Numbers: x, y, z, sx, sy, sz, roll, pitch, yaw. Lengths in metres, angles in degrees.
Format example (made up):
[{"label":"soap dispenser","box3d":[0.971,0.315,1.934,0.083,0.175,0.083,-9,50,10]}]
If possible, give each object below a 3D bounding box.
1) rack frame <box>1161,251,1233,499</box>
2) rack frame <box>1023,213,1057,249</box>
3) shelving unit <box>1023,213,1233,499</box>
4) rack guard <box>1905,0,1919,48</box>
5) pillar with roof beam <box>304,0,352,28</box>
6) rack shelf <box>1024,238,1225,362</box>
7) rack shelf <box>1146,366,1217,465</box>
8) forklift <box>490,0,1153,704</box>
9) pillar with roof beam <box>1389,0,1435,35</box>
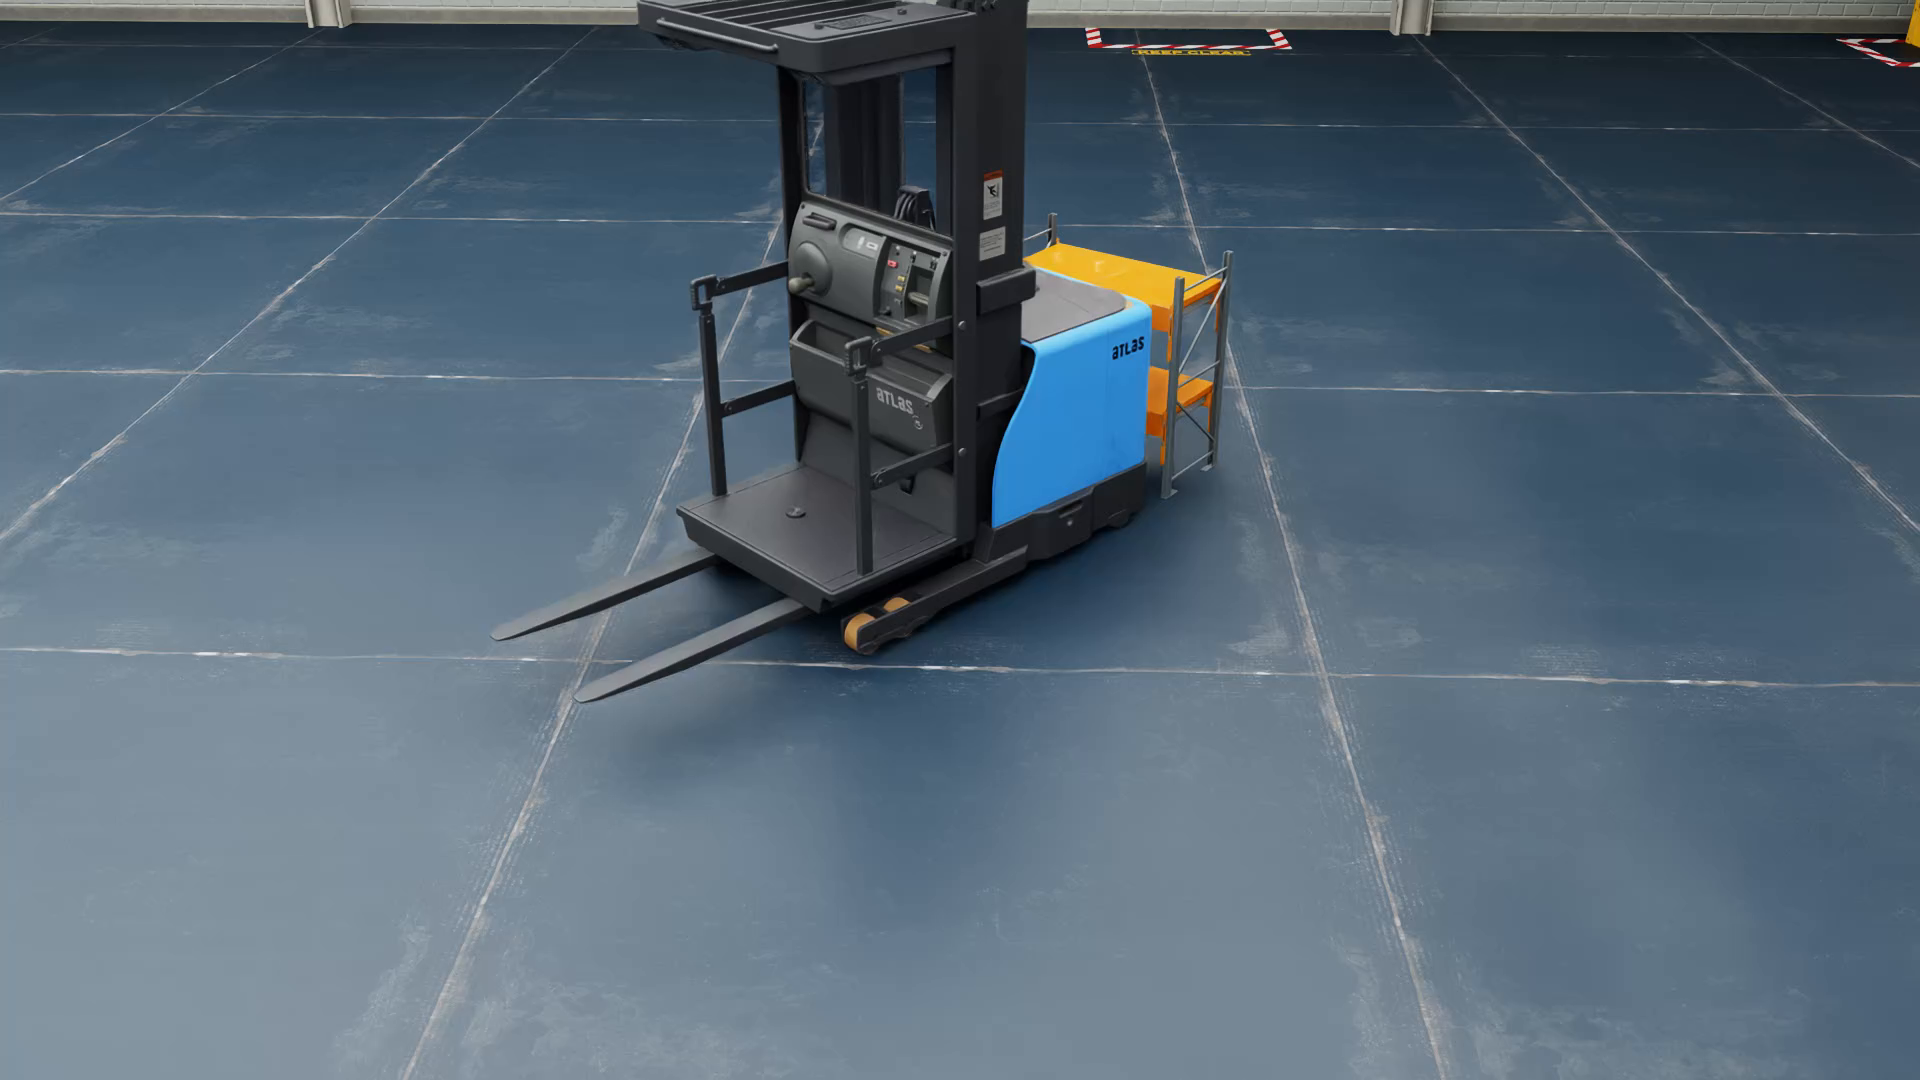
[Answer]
[{"label":"rack frame","box3d":[1.145,-0.792,8.043,0.032,1.125,0.500,19,34,32]},{"label":"rack frame","box3d":[0.334,-1.079,8.585,0.032,1.125,0.500,19,34,32]},{"label":"shelving unit","box3d":[0.740,-0.936,8.314,1.048,1.125,0.538,19,34,32]},{"label":"rack guard","box3d":[10.282,-5.305,17.223,0.348,0.500,1.175,1,28,2]},{"label":"pillar with roof beam","box3d":[-7.205,-7.737,12.737,0.400,9.000,9.100,1,28,2]},{"label":"rack shelf","box3d":[0.740,-1.194,8.177,1.000,0.278,0.538,19,34,32]},{"label":"rack shelf","box3d":[0.740,-0.720,8.428,1.000,0.278,0.538,19,34,32]},{"label":"forklift","box3d":[-0.533,-1.098,6.692,3.031,2.935,1.130,-24,36,-37]},{"label":"pillar with roof beam","box3d":[4.788,-7.539,12.363,0.400,9.000,9.100,1,28,2]}]
